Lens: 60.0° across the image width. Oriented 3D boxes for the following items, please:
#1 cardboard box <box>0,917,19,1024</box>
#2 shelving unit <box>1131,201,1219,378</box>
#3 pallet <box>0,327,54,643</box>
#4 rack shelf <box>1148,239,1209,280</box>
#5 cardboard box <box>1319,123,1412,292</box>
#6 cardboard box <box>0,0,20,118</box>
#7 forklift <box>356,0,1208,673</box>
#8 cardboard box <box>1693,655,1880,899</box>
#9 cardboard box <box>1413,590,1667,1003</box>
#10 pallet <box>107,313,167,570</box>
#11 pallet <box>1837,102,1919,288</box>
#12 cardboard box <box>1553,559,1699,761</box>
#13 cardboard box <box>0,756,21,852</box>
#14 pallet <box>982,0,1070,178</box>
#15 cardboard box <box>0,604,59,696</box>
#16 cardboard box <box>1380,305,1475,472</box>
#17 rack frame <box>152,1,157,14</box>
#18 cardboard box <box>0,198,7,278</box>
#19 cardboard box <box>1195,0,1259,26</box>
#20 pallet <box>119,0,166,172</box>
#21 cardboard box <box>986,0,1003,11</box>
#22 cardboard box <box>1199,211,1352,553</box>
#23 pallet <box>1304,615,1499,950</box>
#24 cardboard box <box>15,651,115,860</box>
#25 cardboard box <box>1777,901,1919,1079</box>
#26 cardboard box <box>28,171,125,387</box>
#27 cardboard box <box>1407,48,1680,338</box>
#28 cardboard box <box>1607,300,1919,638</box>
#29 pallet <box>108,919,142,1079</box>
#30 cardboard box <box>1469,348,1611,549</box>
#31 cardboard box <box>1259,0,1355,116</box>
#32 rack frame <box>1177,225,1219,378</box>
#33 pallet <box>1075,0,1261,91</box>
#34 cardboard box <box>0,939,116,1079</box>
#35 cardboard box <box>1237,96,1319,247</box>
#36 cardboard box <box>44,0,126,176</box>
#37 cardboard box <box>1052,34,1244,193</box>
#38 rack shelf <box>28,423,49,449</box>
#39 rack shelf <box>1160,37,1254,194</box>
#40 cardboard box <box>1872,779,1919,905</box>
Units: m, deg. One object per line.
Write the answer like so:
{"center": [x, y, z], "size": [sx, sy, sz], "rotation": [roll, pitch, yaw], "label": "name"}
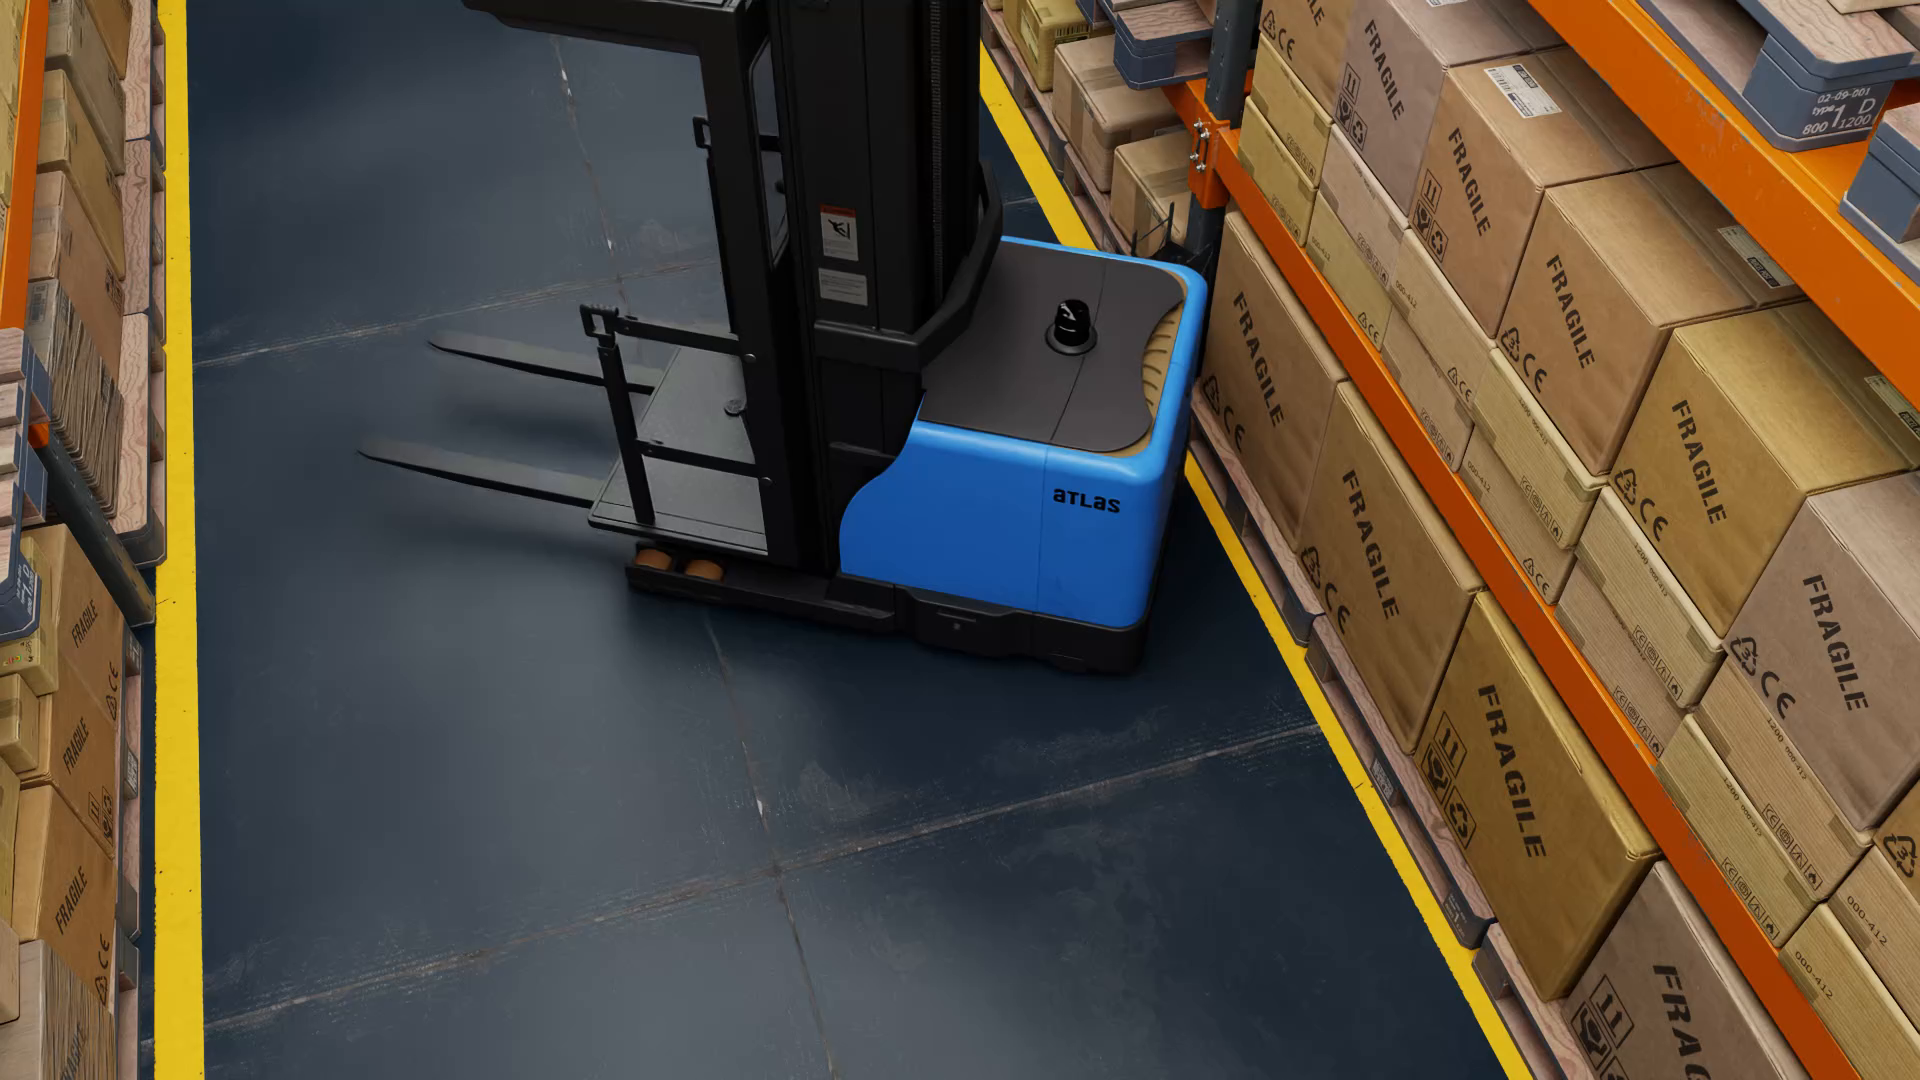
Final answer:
{"center": [-2.641, 1.146, 4.258], "size": [0.380, 0.149, 0.250], "rotation": [-16, 52, -13], "label": "cardboard box"}
{"center": [0.783, -0.836, 6.366], "size": [0.210, 0.900, 0.258], "rotation": [35, 58, 26], "label": "shelving unit"}
{"center": [-3.127, -0.053, 4.458], "size": [1.213, 0.211, 1.003], "rotation": [-13, 51, -11], "label": "pallet"}
{"center": [0.783, -0.989, 6.185], "size": [0.200, 0.077, 0.258], "rotation": [35, 58, 26], "label": "rack shelf"}
{"center": [1.412, -1.028, 4.926], "size": [0.500, 0.250, 0.500], "rotation": [-12, 51, -10], "label": "cardboard box"}
{"center": [-3.595, -1.668, 5.792], "size": [0.500, 0.250, 0.500], "rotation": [-15, 51, -12], "label": "cardboard box"}
{"center": [-0.722, -1.097, 5.258], "size": [3.031, 2.935, 1.130], "rotation": [11, 51, 9], "label": "forklift"}
{"center": [2.012, 0.460, 3.672], "size": [0.500, 0.250, 0.500], "rotation": [-12, 51, -10], "label": "cardboard box"}
{"center": [1.995, 0.660, 4.847], "size": [0.875, 0.875, 0.875], "rotation": [-12, 51, -10], "label": "cardboard box"}
{"center": [-3.601, -0.305, 6.369], "size": [1.003, 0.211, 1.213], "rotation": [-13, 51, -11], "label": "pallet"}
{"center": [2.211, -0.361, 2.756], "size": [0.805, 0.209, 1.217], "rotation": [-15, 52, -12], "label": "pallet"}
{"center": [1.875, 0.235, 4.188], "size": [0.500, 0.250, 0.500], "rotation": [-15, 51, -12], "label": "cardboard box"}
{"center": [-2.826, 0.769, 4.576], "size": [0.380, 0.149, 0.250], "rotation": [-12, 51, -10], "label": "cardboard box"}
{"center": [0.759, -2.280, 8.034], "size": [1.003, 0.211, 1.213], "rotation": [-13, 51, -11], "label": "pallet"}
{"center": [-2.896, 0.363, 4.918], "size": [0.380, 0.149, 0.250], "rotation": [-16, 52, -13], "label": "cardboard box"}
{"center": [1.569, -0.500, 4.808], "size": [0.500, 0.250, 0.500], "rotation": [-12, 51, -10], "label": "cardboard box"}
{"center": [-4.577, -3.515, 7.251], "size": [1.000, 3.000, 0.127], "rotation": [-13, 51, -11], "label": "rack frame"}
{"center": [-3.292, -0.925, 5.166], "size": [0.500, 0.250, 0.500], "rotation": [-13, 51, -11], "label": "cardboard box"}
{"center": [1.024, -1.959, 5.829], "size": [0.380, 0.149, 0.250], "rotation": [-12, 51, -10], "label": "cardboard box"}
{"center": [-4.322, -2.087, 7.871], "size": [1.003, 0.211, 1.213], "rotation": [-13, 51, -11], "label": "pallet"}
{"center": [0.537, -3.022, 8.279], "size": [0.950, 0.372, 0.625], "rotation": [-10, 51, -9], "label": "cardboard box"}
{"center": [1.471, -0.646, 5.948], "size": [0.875, 0.875, 0.875], "rotation": [-14, 51, -11], "label": "cardboard box"}
{"center": [1.864, 0.662, 5.553], "size": [1.003, 0.211, 1.213], "rotation": [-13, 51, -11], "label": "pallet"}
{"center": [-2.926, 0.705, 5.054], "size": [0.500, 0.500, 0.500], "rotation": [-14, 51, -12], "label": "cardboard box"}
{"center": [2.156, 0.981, 3.560], "size": [0.500, 0.250, 0.500], "rotation": [-14, 51, -12], "label": "cardboard box"}
{"center": [-3.766, -0.898, 6.323], "size": [0.875, 0.625, 0.625], "rotation": [-12, 51, -10], "label": "cardboard box"}
{"center": [1.553, -0.916, 4.341], "size": [0.500, 0.500, 0.500], "rotation": [-12, 51, -10], "label": "cardboard box"}
{"center": [1.866, -0.172, 3.714], "size": [0.500, 0.500, 0.500], "rotation": [-12, 51, -10], "label": "cardboard box"}
{"center": [-2.853, 1.748, 4.638], "size": [1.003, 0.211, 1.213], "rotation": [-13, 51, -11], "label": "pallet"}
{"center": [1.685, -0.288, 4.302], "size": [0.500, 0.250, 0.500], "rotation": [-13, 51, -10], "label": "cardboard box"}
{"center": [1.258, -1.658, 4.966], "size": [0.500, 0.500, 0.500], "rotation": [-15, 51, -12], "label": "cardboard box"}
{"center": [0.858, -0.784, 6.322], "size": [0.006, 0.900, 0.240], "rotation": [35, 58, 26], "label": "rack frame"}
{"center": [1.034, -2.153, 6.229], "size": [1.213, 0.211, 1.003], "rotation": [-13, 51, -11], "label": "pallet"}
{"center": [-2.597, 1.462, 4.416], "size": [0.500, 0.500, 0.500], "rotation": [-15, 51, -12], "label": "cardboard box"}
{"center": [1.251, -1.256, 5.445], "size": [0.500, 0.250, 0.500], "rotation": [-14, 51, -12], "label": "cardboard box"}
{"center": [-4.190, -1.938, 7.200], "size": [0.875, 0.625, 0.625], "rotation": [-14, 51, -11], "label": "cardboard box"}
{"center": [0.963, -1.959, 7.384], "size": [0.950, 0.372, 0.625], "rotation": [-14, 51, -12], "label": "cardboard box"}
{"center": [-2.803, 1.099, 3.832], "size": [1.077, 0.370, 4.000], "rotation": [-13, 51, -11], "label": "rack shelf"}
{"center": [0.755, -2.948, 7.243], "size": [1.077, 0.370, 4.000], "rotation": [-13, 51, -11], "label": "rack shelf"}
{"center": [2.157, 0.579, 3.081], "size": [0.500, 0.500, 0.500], "rotation": [-12, 51, -10], "label": "cardboard box"}
